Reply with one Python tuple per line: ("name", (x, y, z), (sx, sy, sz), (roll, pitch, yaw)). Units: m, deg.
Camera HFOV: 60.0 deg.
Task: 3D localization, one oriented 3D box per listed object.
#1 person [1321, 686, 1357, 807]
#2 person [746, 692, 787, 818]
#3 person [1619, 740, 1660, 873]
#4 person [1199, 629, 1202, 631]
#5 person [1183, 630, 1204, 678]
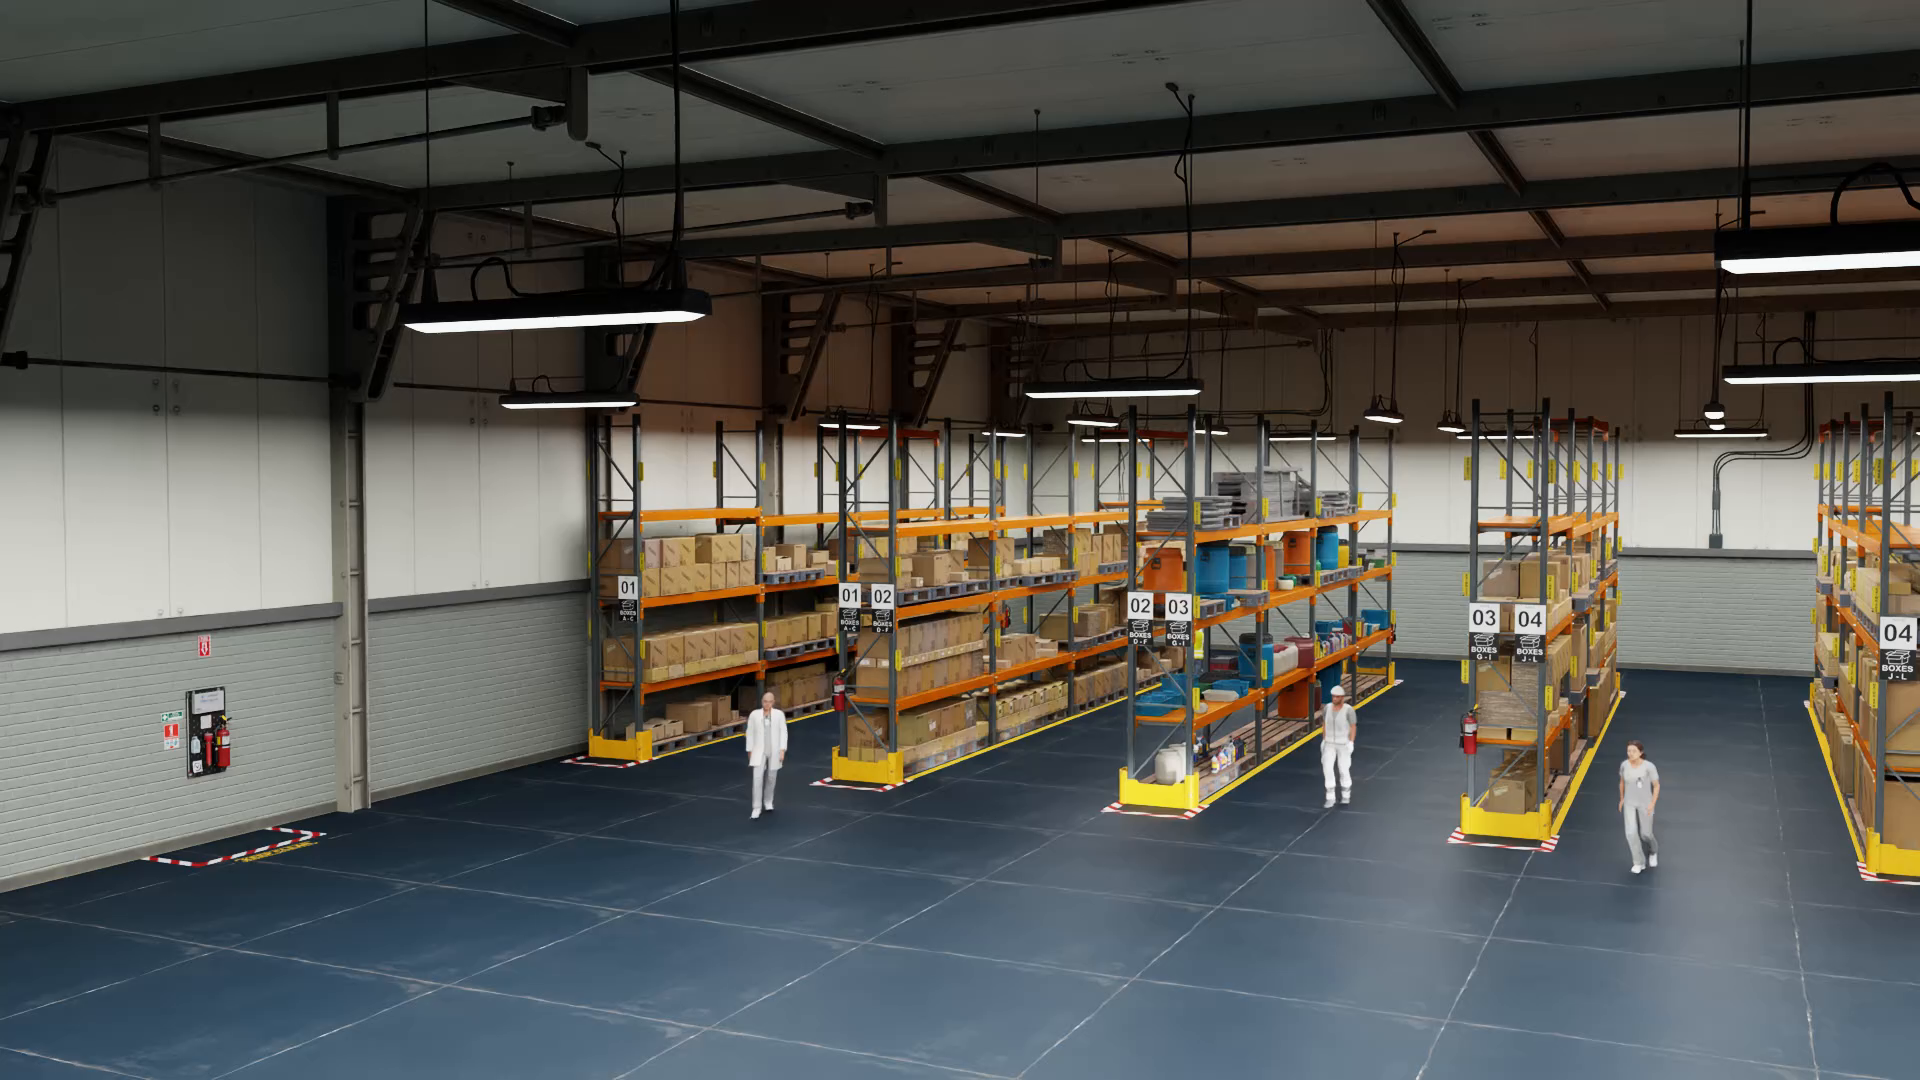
("person", (5.664, 3.101, 24.936), (0.597, 1.842, 0.535), (2, 3, 36))
("person", (-2.811, 3.105, 24.264), (0.593, 1.751, 0.903), (-1, 2, -14))
("person", (8.573, 3.322, 20.913), (0.503, 1.652, 0.600), (2, 3, 41))
("person", (6.136, 2.363, 43.798), (0.493, 1.611, 1.025), (0, 2, -8))
("person", (5.188, 2.645, 36.498), (0.554, 1.809, 0.602), (1, 2, 17))
